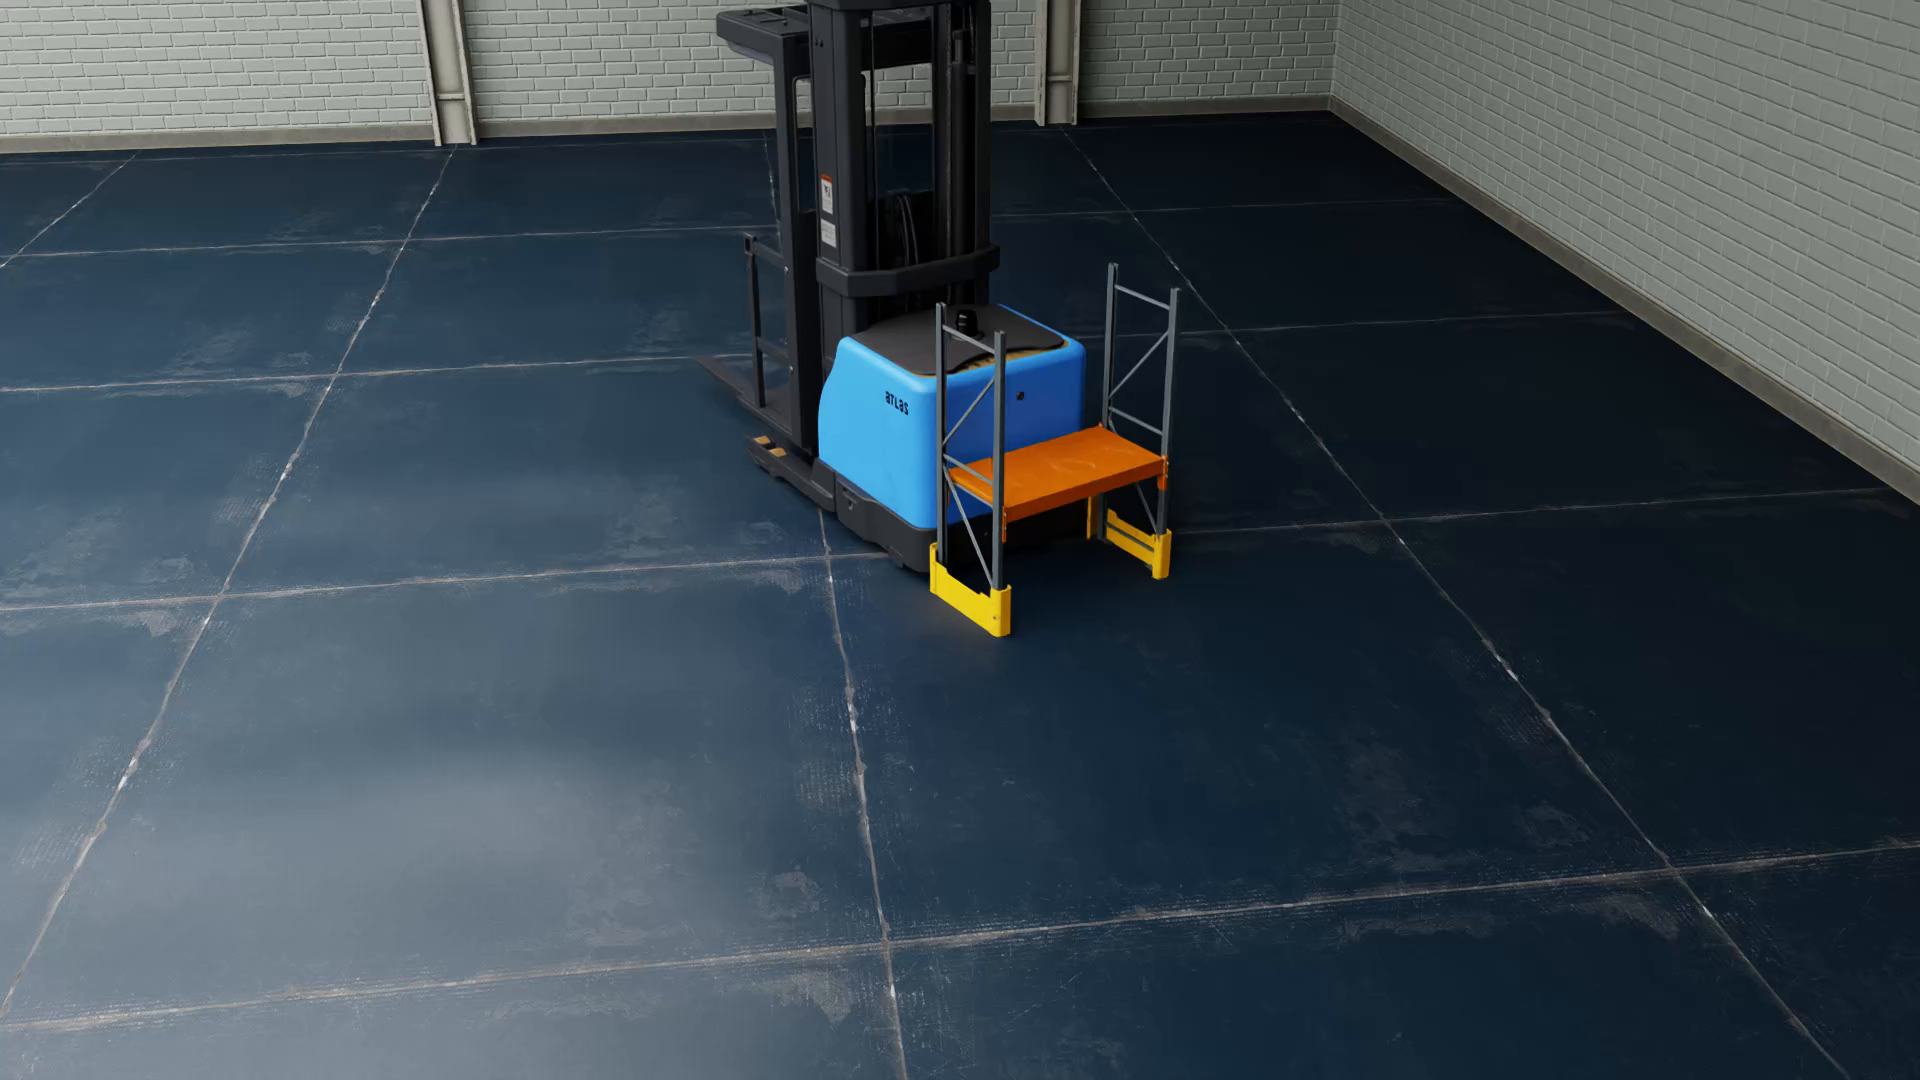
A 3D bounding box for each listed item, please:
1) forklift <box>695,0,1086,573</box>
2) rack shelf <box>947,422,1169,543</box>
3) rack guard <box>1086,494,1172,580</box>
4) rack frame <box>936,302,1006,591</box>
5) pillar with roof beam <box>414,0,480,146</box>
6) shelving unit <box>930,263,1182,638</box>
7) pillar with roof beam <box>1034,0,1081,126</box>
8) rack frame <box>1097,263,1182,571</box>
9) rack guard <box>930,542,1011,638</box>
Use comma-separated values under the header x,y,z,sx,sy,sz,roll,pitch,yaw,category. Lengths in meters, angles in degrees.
x,y,z,sx,sy,sz,roll,pitch,yaw,category
-0.575,-1.767,8.983,1.130,2.935,3.031,-17,31,-29,forklift
0.461,-0.294,8.075,1.000,0.185,0.538,-18,32,-31,rack shelf
0.861,-0.027,8.528,0.087,0.250,0.587,-18,32,-31,rack guard
0.045,-0.321,7.733,0.032,1.500,0.500,-18,32,-31,rack frame
-4.354,-5.993,10.573,0.400,9.000,9.100,-4,27,-7,pillar with roof beam
0.454,-0.452,7.988,1.083,1.500,0.587,-18,32,-31,shelving unit
1.587,-6.375,11.317,0.400,9.000,9.100,-4,27,-7,pillar with roof beam
0.877,-0.588,8.253,0.032,1.500,0.500,-18,32,-31,rack frame
0.046,0.235,8.019,0.087,0.250,0.587,-18,32,-31,rack guard
